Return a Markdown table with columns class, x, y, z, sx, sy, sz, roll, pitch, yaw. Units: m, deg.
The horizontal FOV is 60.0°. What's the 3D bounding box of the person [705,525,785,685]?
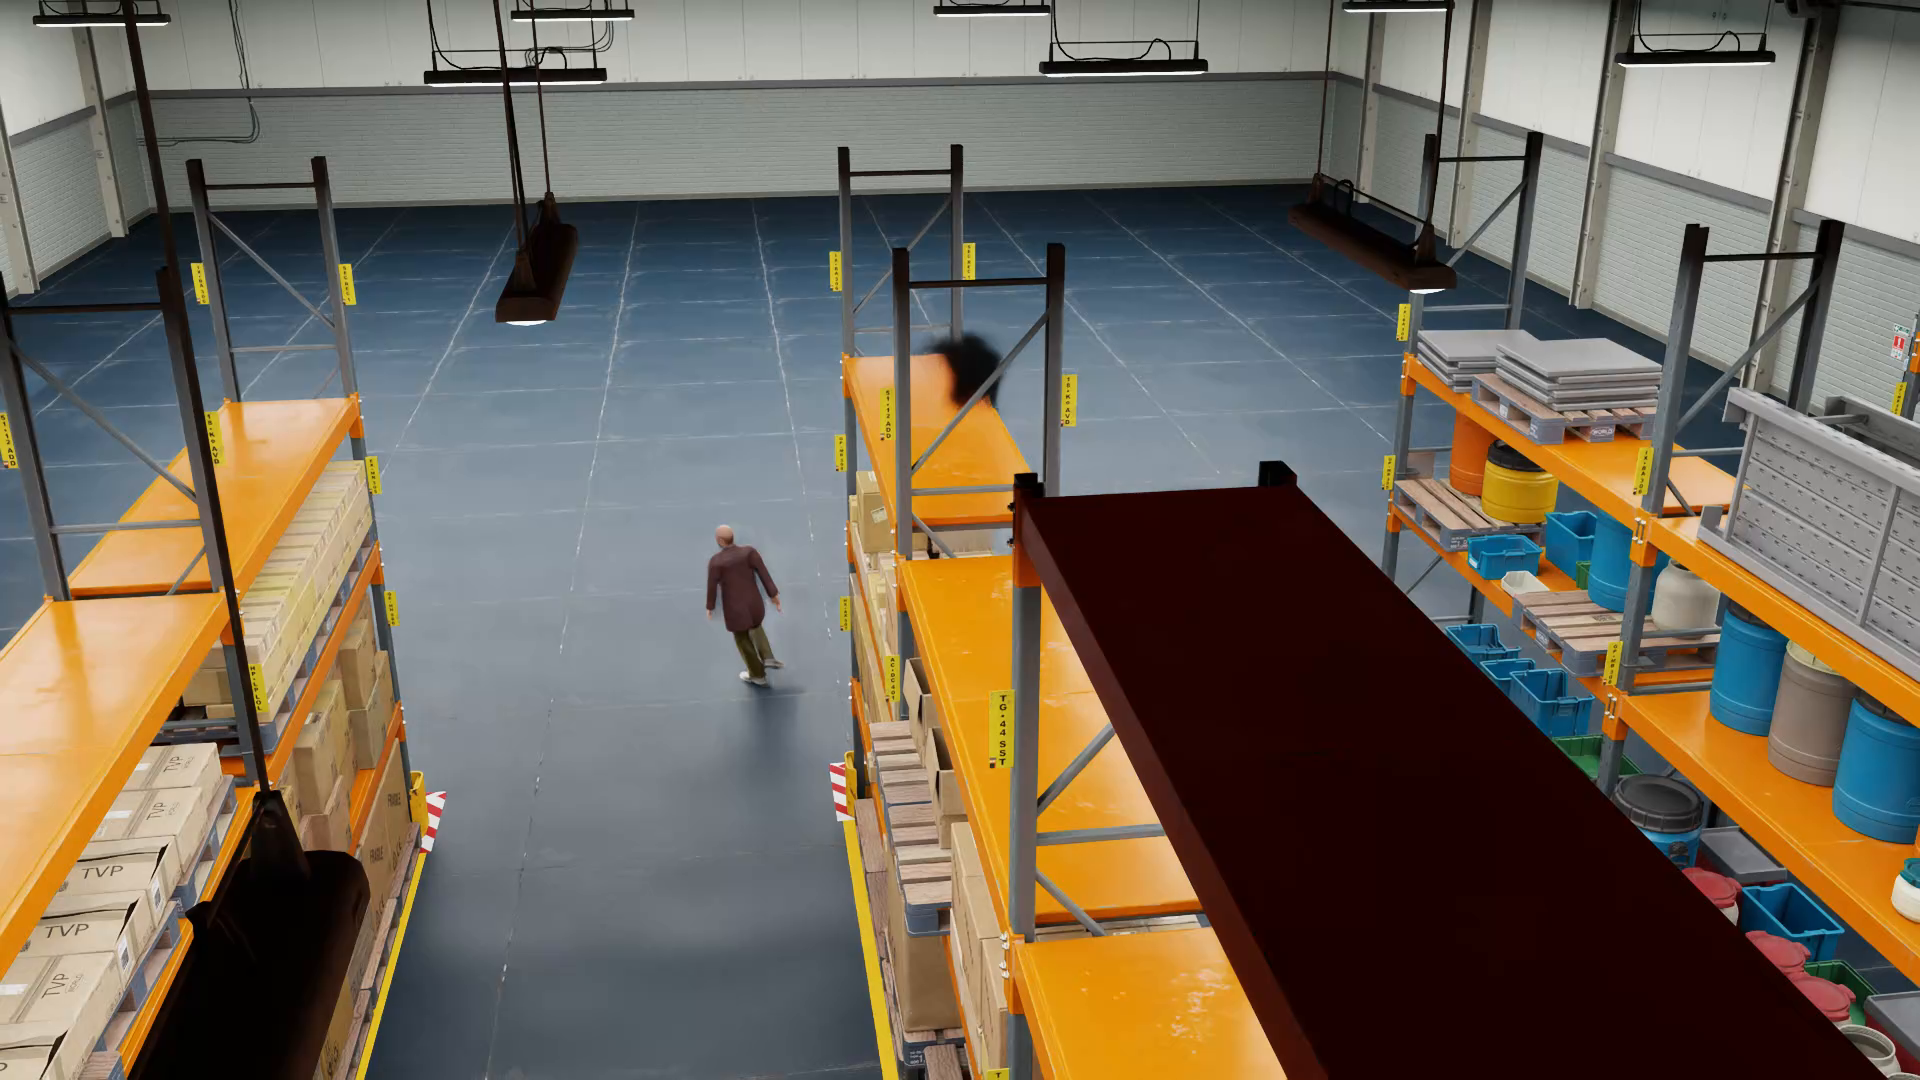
| class | x | y | z | sx | sy | sz | roll | pitch | yaw |
| --- | --- | --- | --- | --- | --- | --- | --- | --- | --- |
| person | -2.267 | 0.781 | 17.582 | 0.743 | 1.555 | 0.588 | -14 | 25 | -31 |
